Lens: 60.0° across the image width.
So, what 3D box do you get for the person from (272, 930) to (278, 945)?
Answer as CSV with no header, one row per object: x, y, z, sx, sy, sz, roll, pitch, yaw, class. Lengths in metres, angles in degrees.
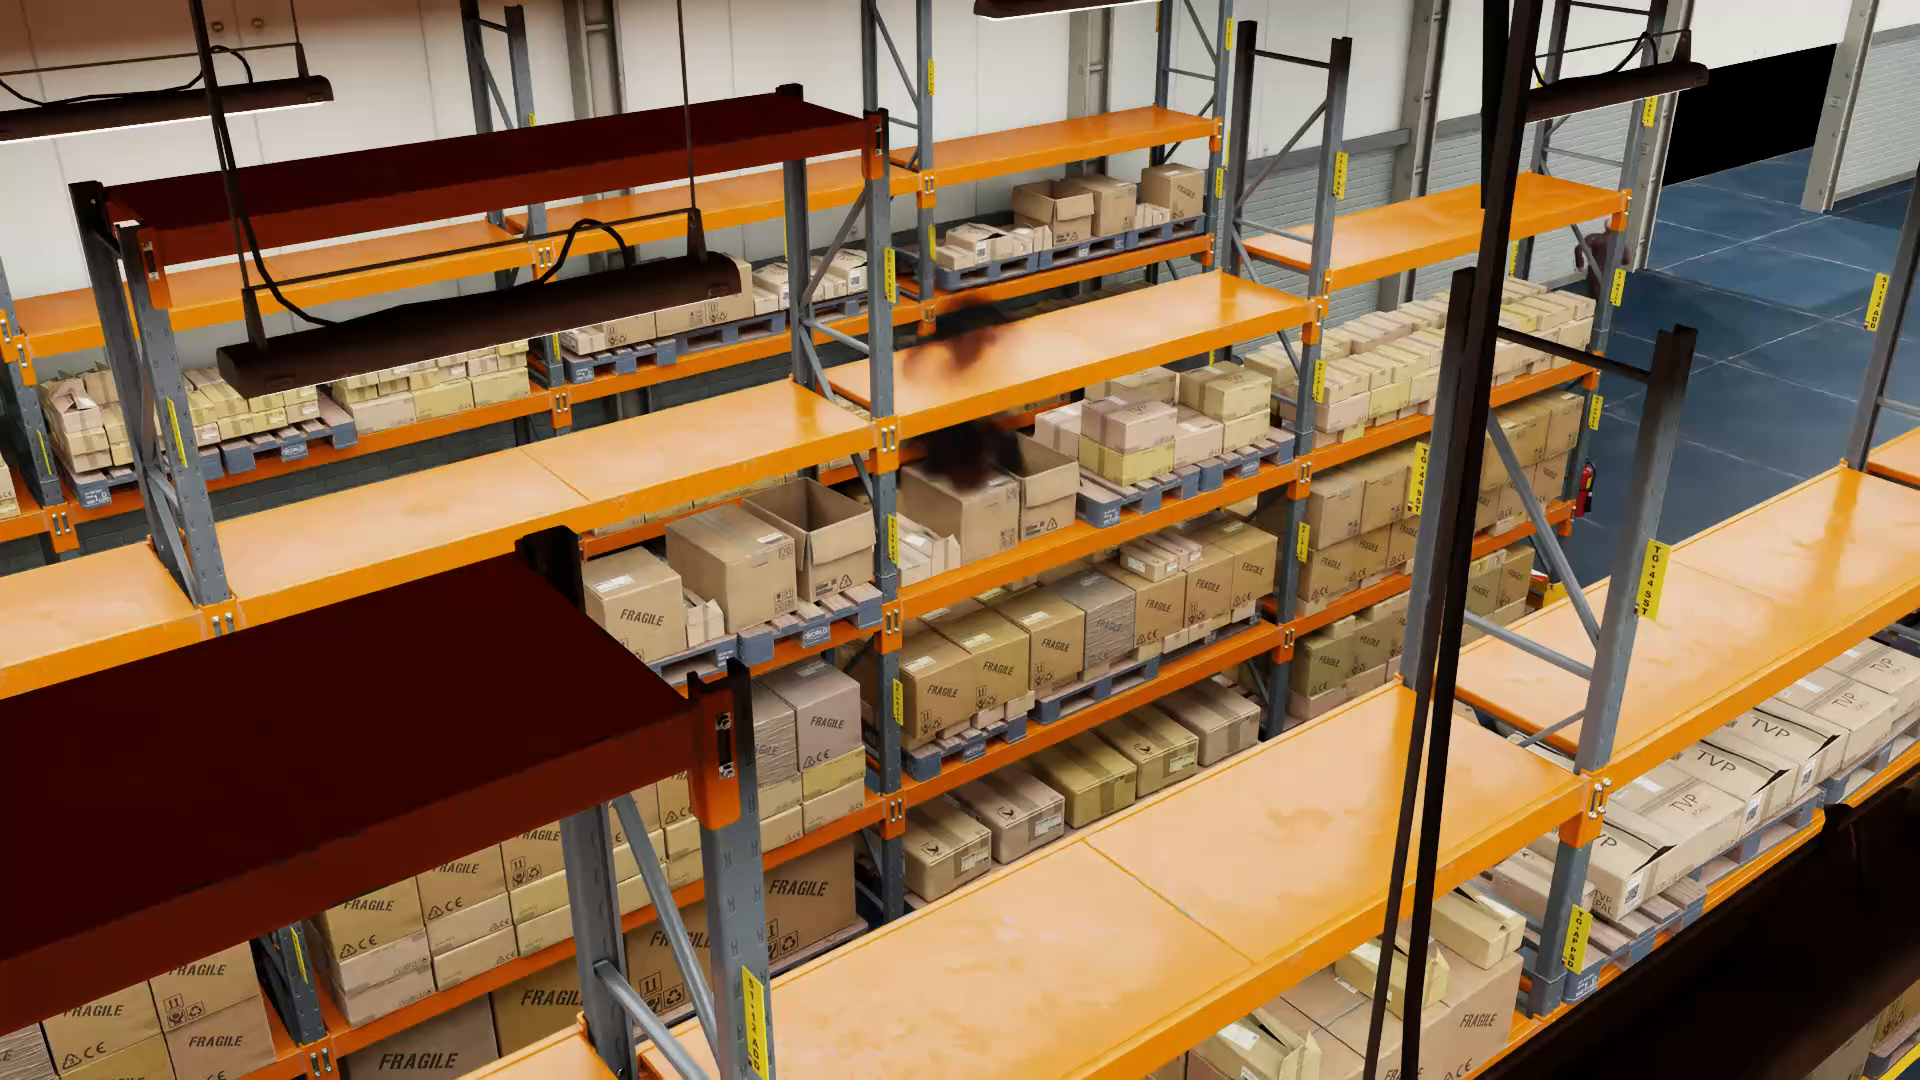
-4.700,2.411,11.170,0.941,1.763,0.696,-21,33,-36,person

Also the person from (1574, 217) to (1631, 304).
9.141,-3.721,23.716,0.689,1.826,0.798,24,35,39,person
